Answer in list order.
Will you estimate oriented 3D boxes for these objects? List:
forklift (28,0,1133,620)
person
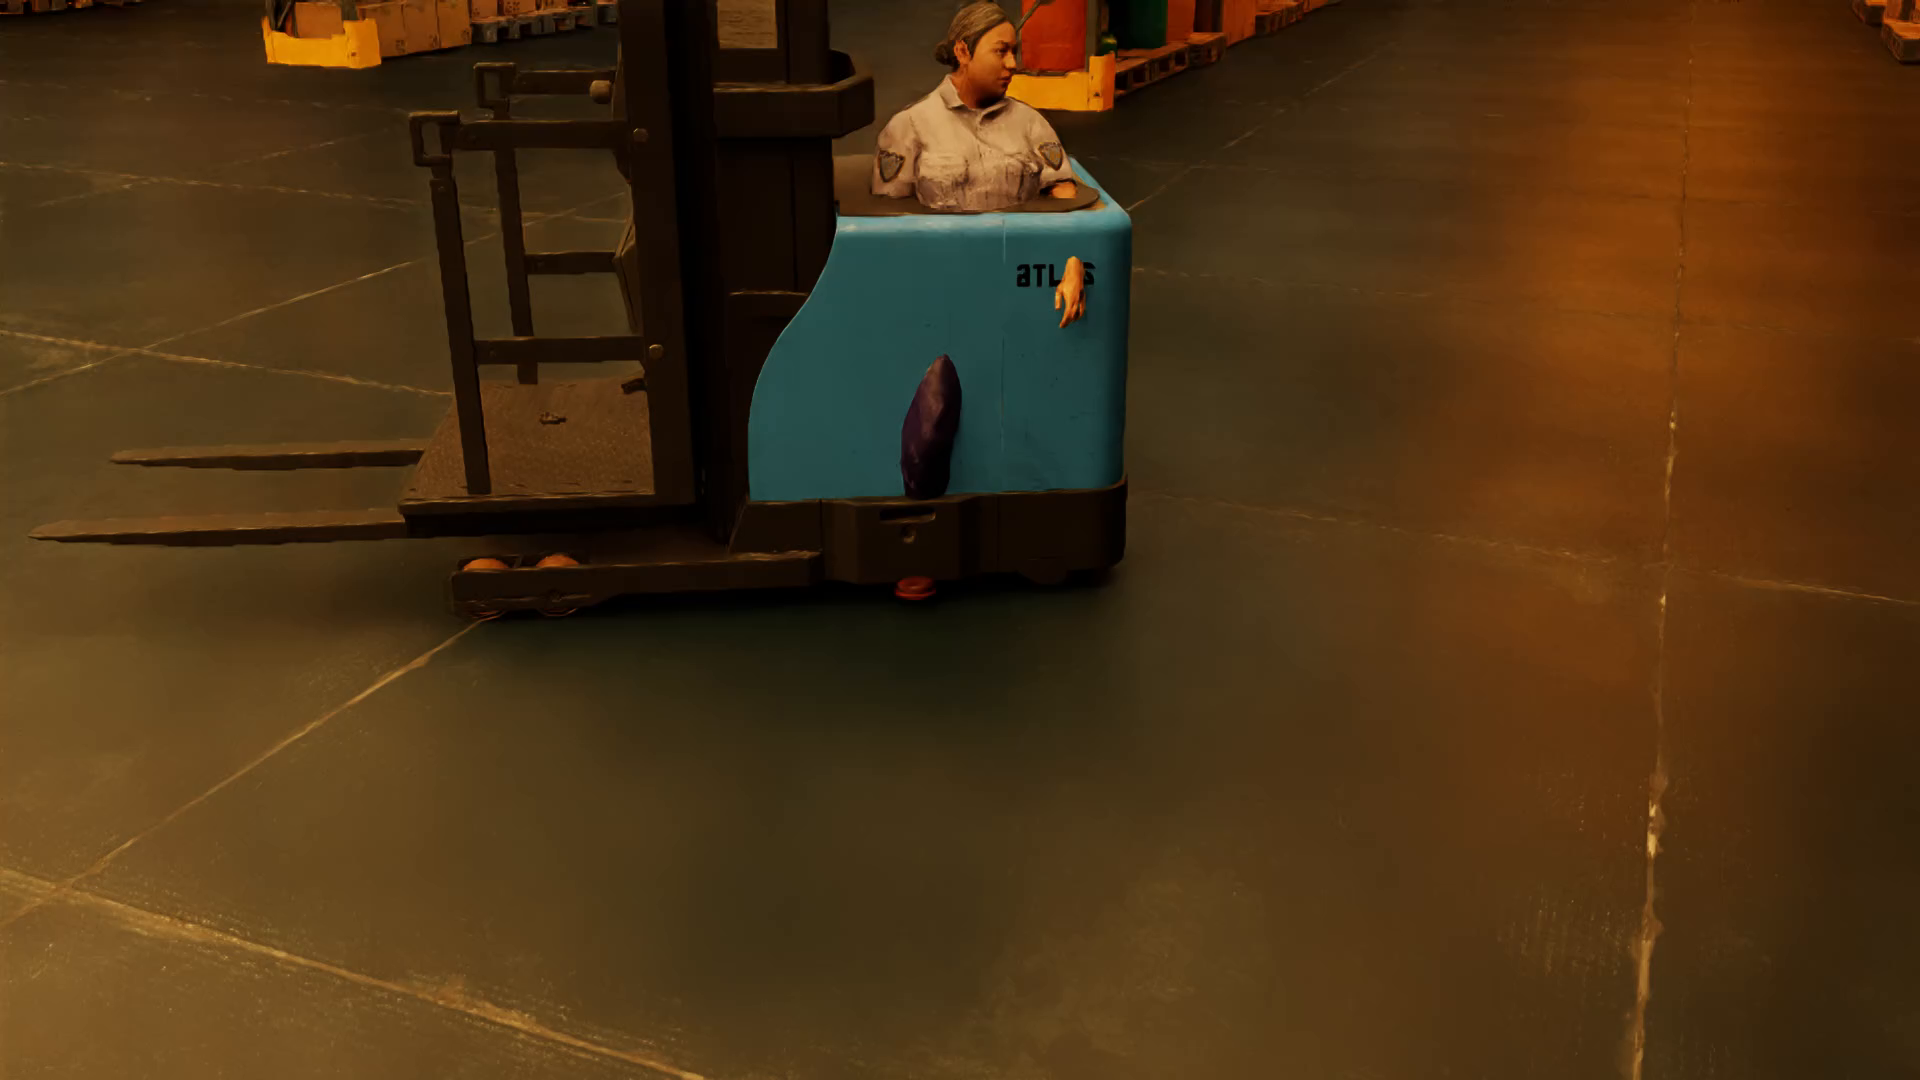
[{"bbox_3d":[-1.077,-1.347,4.515,3.031,2.935,1.130,-2,23,-6],"label":"forklift"},{"bbox_3d":[0.022,-0.649,4.578,0.623,1.573,0.698,-9,24,-21],"label":"person"}]
